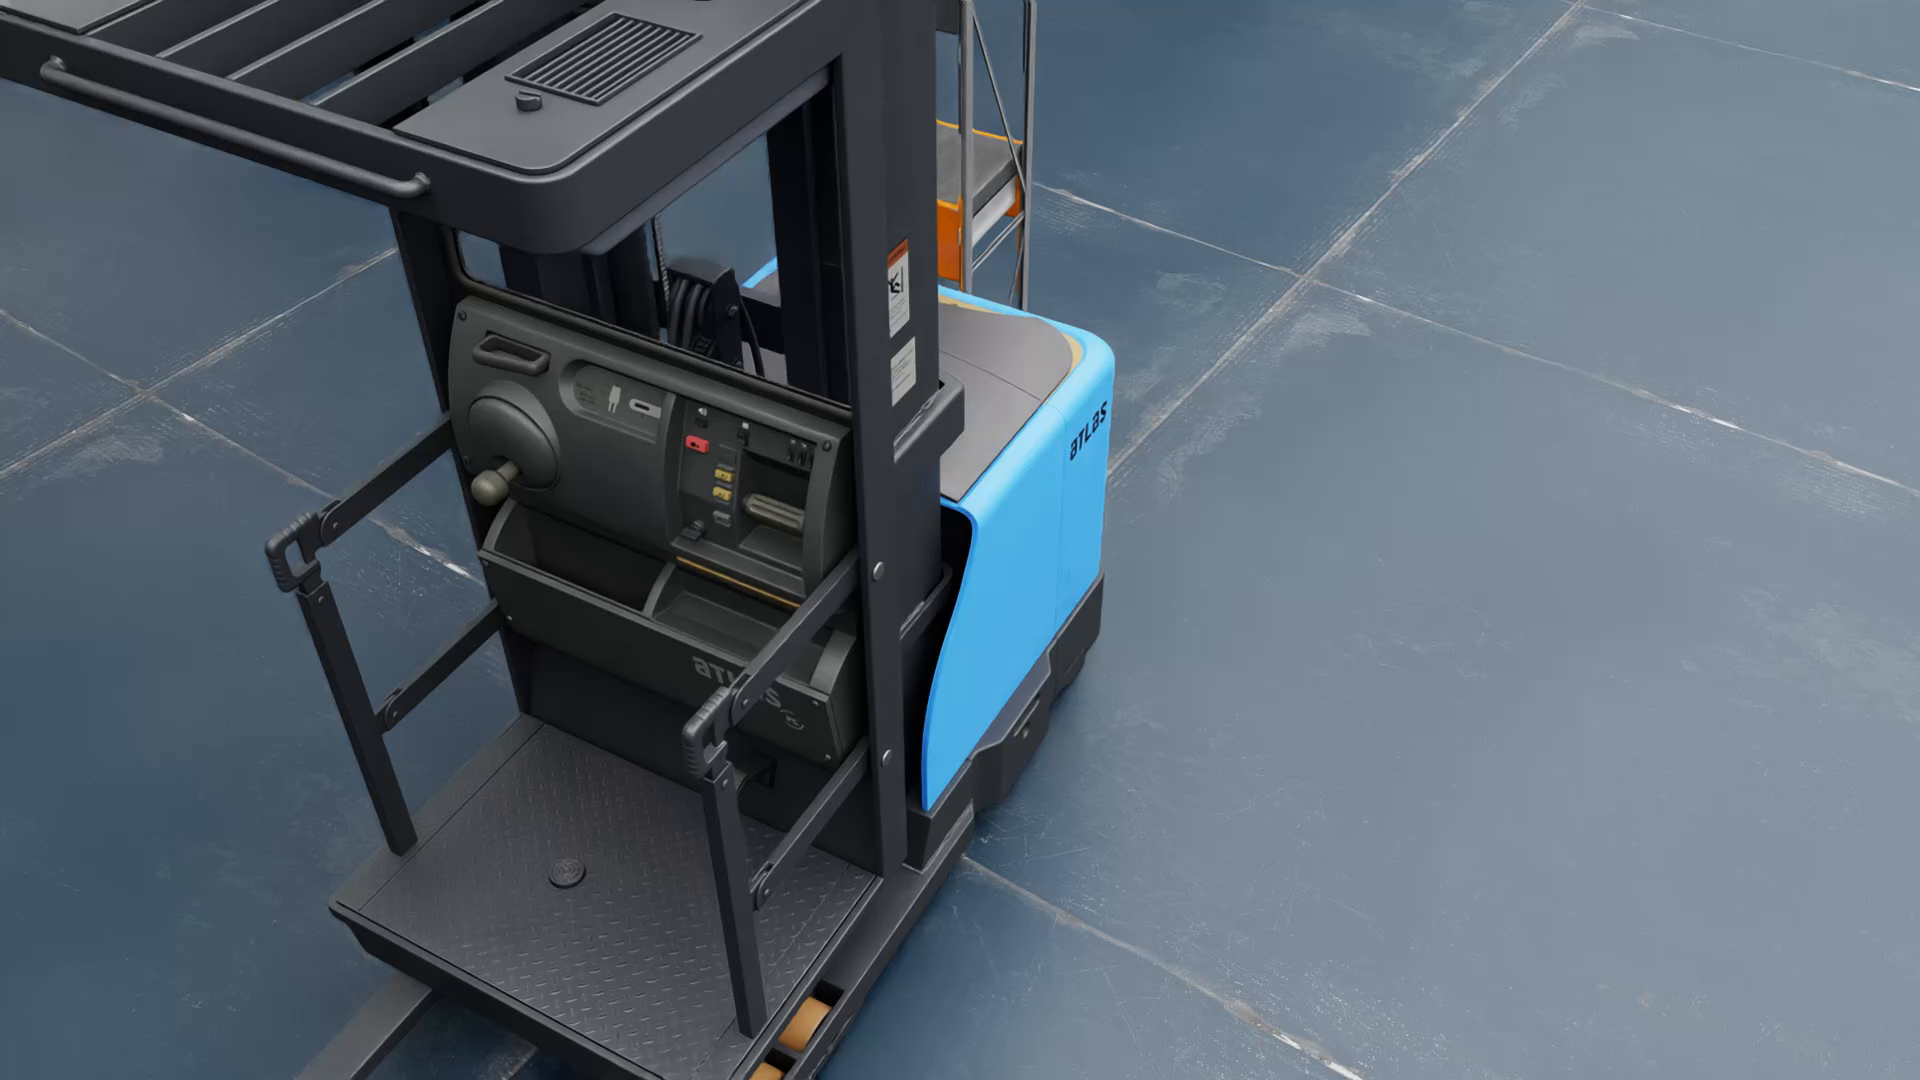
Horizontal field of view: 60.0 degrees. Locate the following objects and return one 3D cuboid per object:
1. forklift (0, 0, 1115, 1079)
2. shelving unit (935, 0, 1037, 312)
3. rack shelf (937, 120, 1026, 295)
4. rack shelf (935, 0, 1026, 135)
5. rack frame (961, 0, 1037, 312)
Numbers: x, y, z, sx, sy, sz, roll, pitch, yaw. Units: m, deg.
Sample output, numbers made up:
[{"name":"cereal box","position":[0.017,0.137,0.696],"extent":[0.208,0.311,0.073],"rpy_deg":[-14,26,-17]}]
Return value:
[{"name":"forklift","position":[-0.746,-0.100,3.164],"extent":[1.130,2.935,3.031],"rpy_deg":[20,46,21]},{"name":"shelving unit","position":[-0.116,-0.892,4.673],"extent":[0.503,2.100,0.431],"rpy_deg":[19,45,20]},{"name":"rack shelf","position":[-0.116,-0.882,4.682],"extent":[0.480,0.518,0.431],"rpy_deg":[19,45,20]},{"name":"rack shelf","position":[-0.116,-1.404,4.215],"extent":[0.480,0.518,0.431],"rpy_deg":[19,45,20]},{"name":"rack frame","position":[0.101,-0.818,4.589],"extent":[0.015,2.100,0.400],"rpy_deg":[19,45,20]}]
